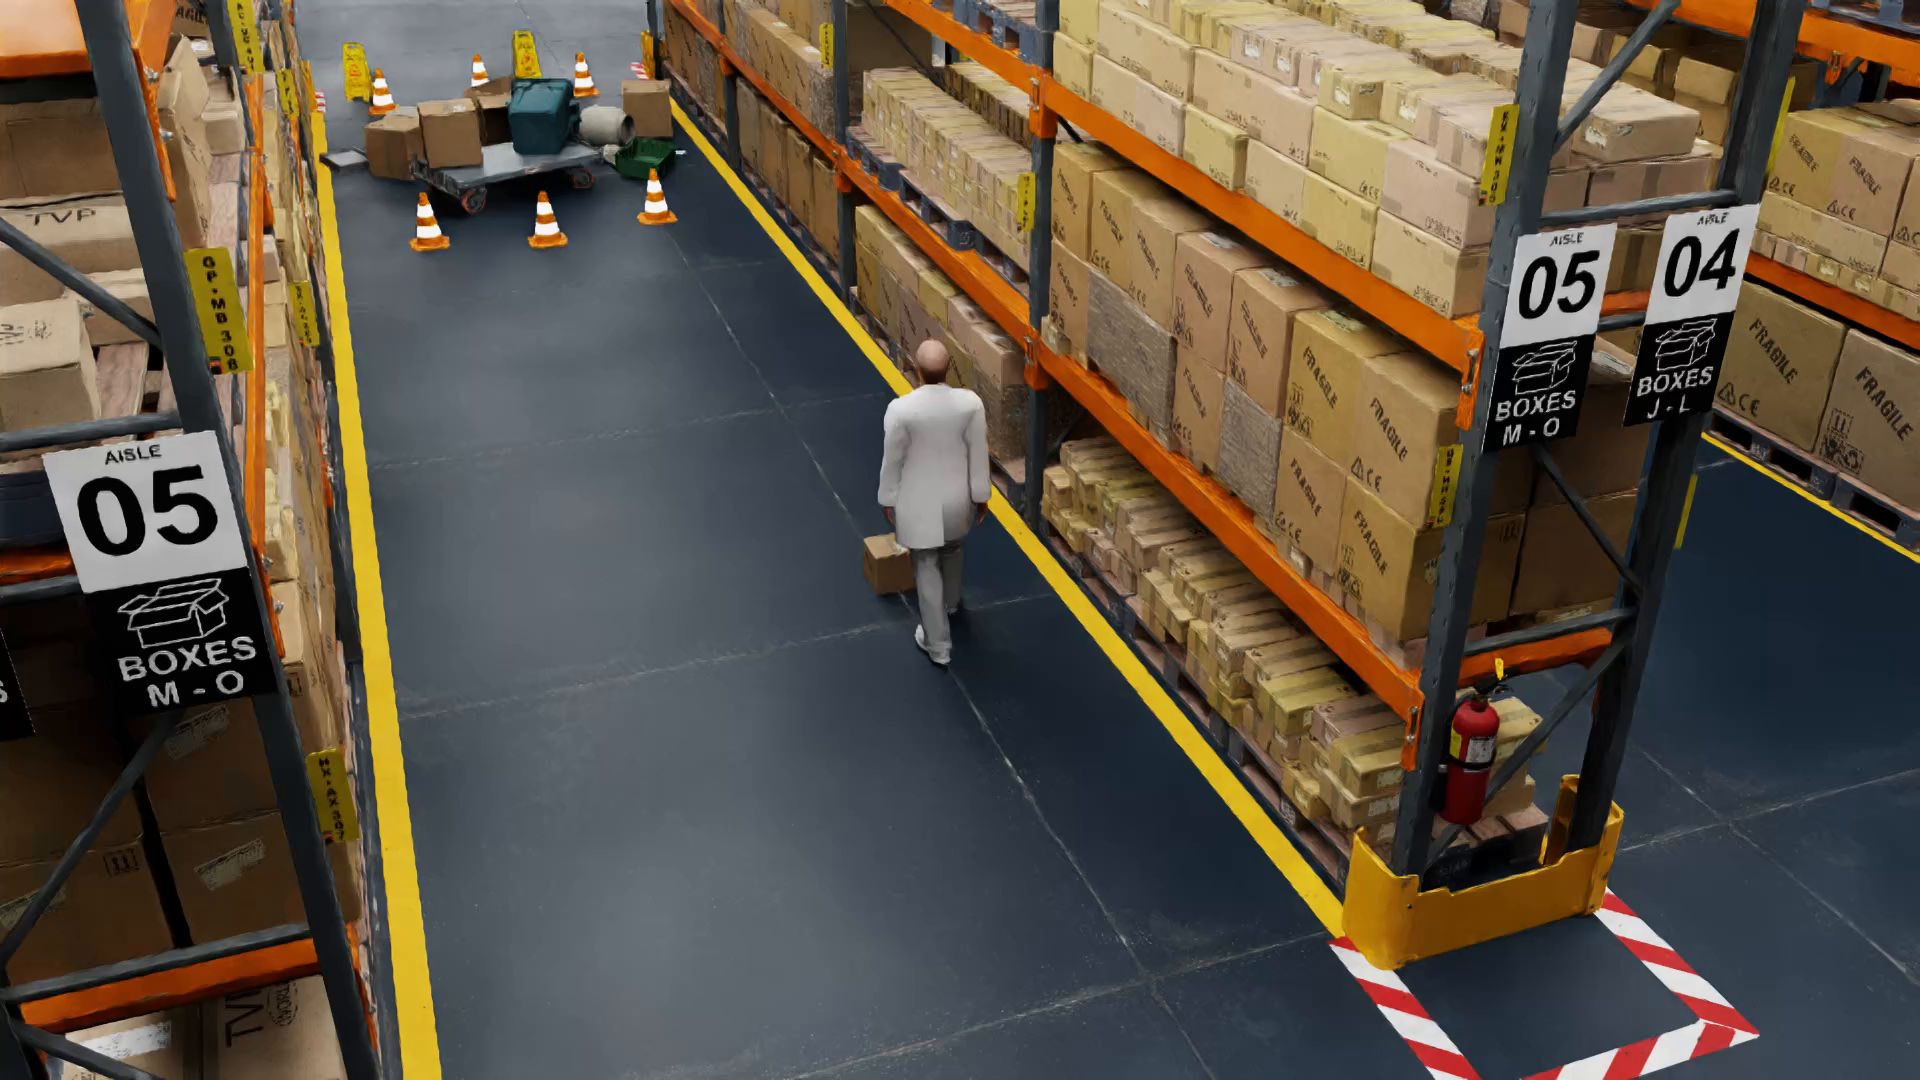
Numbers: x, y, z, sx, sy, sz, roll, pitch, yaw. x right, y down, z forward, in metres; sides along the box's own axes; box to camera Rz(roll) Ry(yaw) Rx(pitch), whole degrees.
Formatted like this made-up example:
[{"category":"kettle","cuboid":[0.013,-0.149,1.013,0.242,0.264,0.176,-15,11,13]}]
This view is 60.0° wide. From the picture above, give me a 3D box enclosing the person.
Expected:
[{"category":"person","cuboid":[-0.186,-0.285,8.854,0.586,1.766,0.829,-11,31,-18]}]
